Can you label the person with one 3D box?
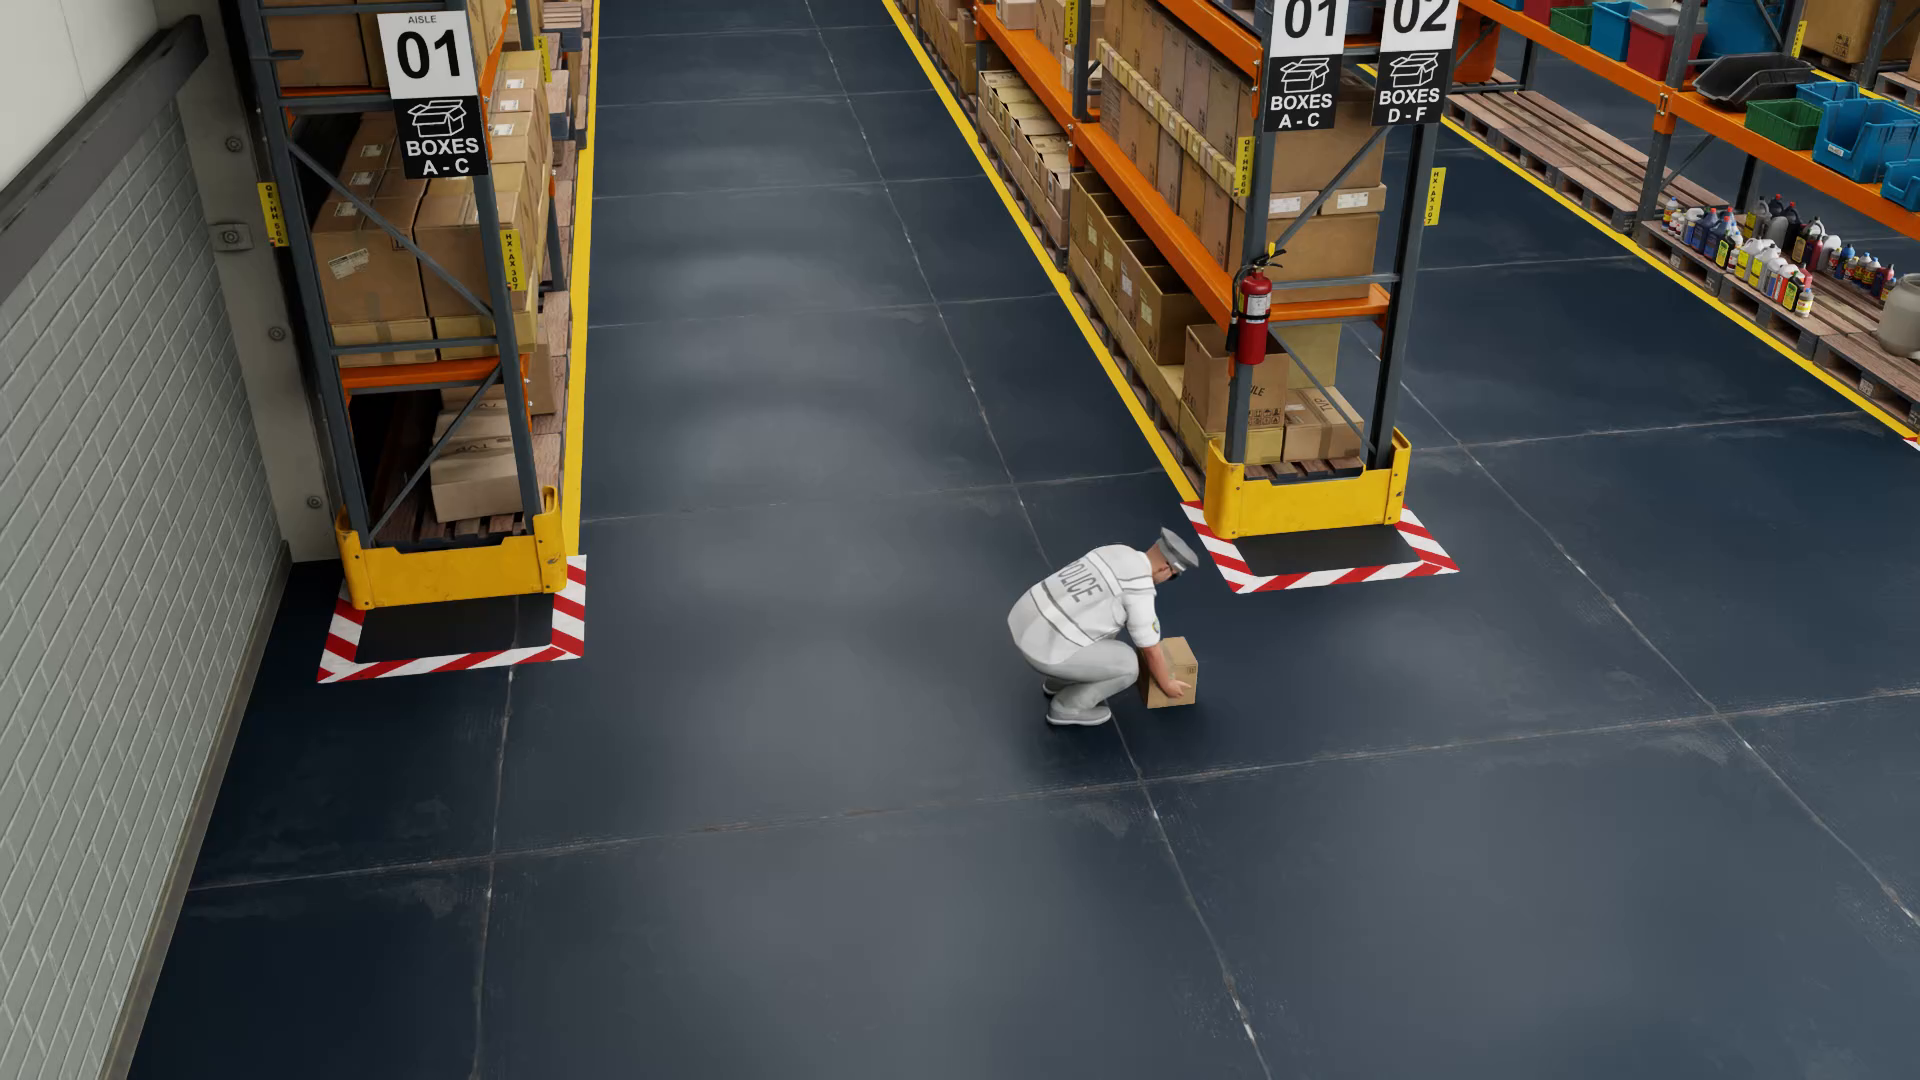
[{"bbox_3d":[0.715,0.416,8.254,0.952,0.920,0.562,-5,31,-9],"label":"person"}]
